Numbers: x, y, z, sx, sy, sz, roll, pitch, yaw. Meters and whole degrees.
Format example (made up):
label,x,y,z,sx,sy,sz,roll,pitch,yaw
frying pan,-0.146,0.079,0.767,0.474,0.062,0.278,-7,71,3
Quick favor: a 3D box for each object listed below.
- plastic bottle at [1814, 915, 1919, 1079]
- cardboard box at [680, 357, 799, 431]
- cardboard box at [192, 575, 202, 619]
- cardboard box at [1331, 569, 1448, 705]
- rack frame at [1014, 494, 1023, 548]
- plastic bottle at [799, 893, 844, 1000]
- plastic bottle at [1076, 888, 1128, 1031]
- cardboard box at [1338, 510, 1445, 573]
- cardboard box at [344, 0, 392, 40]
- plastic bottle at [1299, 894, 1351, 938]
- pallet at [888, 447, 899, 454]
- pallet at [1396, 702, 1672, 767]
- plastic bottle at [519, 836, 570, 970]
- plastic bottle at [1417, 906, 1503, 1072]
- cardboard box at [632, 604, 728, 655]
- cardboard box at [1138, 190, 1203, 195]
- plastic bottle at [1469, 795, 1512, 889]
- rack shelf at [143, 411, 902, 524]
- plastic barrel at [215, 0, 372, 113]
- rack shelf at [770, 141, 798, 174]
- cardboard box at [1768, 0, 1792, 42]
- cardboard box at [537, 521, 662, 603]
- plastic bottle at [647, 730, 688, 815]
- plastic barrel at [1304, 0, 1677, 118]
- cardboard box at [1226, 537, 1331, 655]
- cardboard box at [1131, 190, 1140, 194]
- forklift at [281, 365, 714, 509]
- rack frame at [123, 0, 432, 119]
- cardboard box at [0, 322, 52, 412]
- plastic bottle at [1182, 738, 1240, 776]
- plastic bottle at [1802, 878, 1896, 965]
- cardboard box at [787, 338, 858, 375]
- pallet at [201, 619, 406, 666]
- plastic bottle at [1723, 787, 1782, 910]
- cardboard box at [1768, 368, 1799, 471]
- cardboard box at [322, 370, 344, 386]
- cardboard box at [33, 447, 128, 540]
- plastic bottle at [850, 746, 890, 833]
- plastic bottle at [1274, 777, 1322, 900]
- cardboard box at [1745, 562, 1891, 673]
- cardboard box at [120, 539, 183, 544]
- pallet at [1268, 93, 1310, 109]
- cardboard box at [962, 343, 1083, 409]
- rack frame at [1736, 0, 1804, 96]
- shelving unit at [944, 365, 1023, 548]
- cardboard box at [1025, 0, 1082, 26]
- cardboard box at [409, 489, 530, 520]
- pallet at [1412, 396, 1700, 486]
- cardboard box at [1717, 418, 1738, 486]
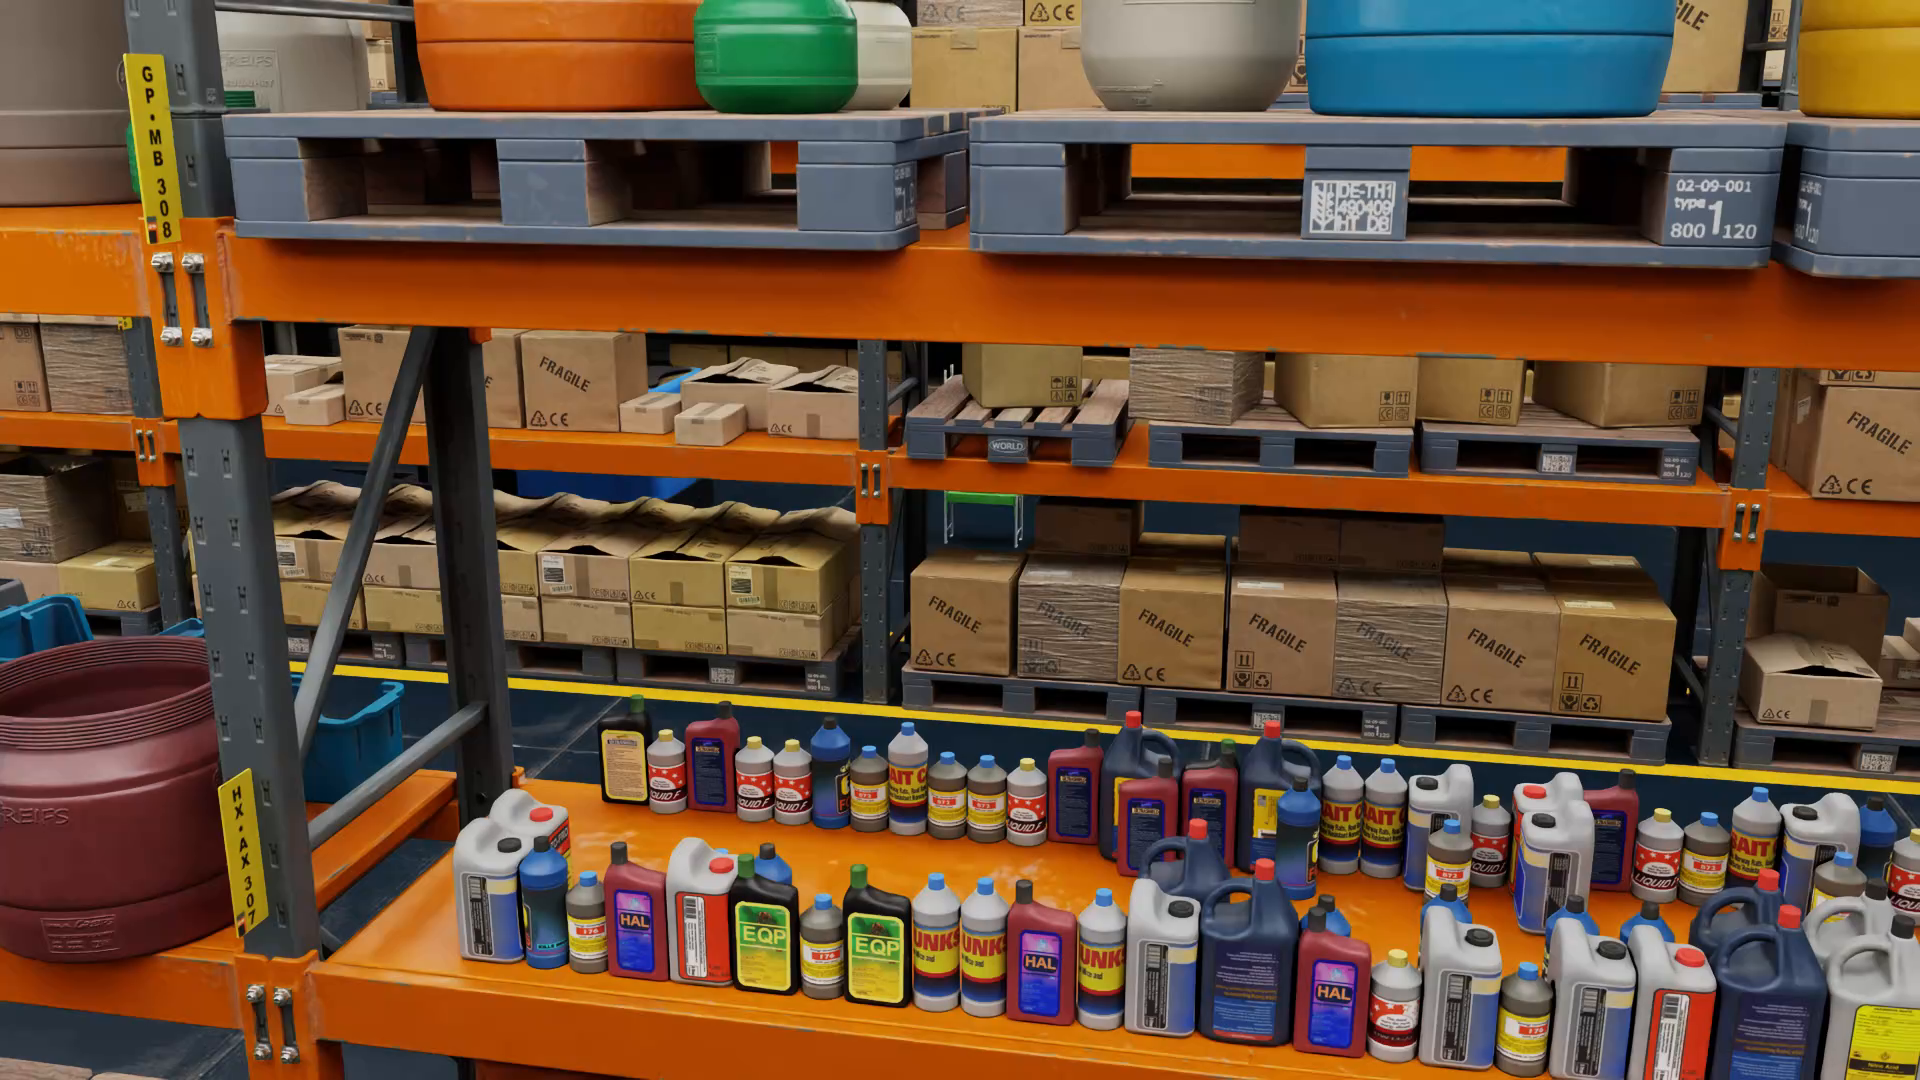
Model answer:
label,x,y,z,sx,sy,sz,roll,pitch,yaw
plastic bottle,1.630,0.832,2.962,0.185,0.351,0.144,3,16,11
cardboard box,-1.171,-0.792,8.899,0.500,0.311,0.500,3,16,10
cardboard box,-3.907,0.259,9.301,0.500,0.250,0.500,3,16,10
cardboard box,2.072,0.462,8.063,0.500,0.500,0.500,3,16,12
rack frame,0.401,-0.556,11.253,0.015,1.200,0.240,3,16,11
plastic bottle,-0.272,0.807,3.331,0.097,0.201,0.097,0,15,0
plastic bottle,0.276,0.803,3.215,0.097,0.271,0.097,0,15,0
cardboard box,2.181,-0.035,8.455,0.500,0.250,0.500,3,16,11
cardboard box,-3.094,-2.819,8.521,0.500,0.500,0.500,5,16,16
plastic bottle,0.696,0.809,3.192,0.097,0.271,0.097,0,15,0
pallet,-0.115,-0.731,13.735,1.213,0.211,1.003,3,16,11
pallet,2.782,0.787,8.257,1.213,0.211,1.003,3,16,11
plastic bottle,-0.856,0.742,3.436,0.097,0.271,0.097,0,15,0
plastic bottle,0.934,0.829,3.112,0.135,0.276,0.152,3,16,11
cardboard box,-1.403,0.395,8.810,0.500,0.250,0.500,3,16,10
cardboard box,1.653,-2.611,13.111,0.500,0.250,0.500,3,16,9
plastic bottle,1.203,0.680,3.789,0.097,0.201,0.097,0,15,0
rack shelf,-2.293,-0.496,9.013,4.000,0.370,1.077,3,16,11
plastic barrel,-1.567,-1.037,3.789,0.421,0.512,0.421,0,15,0
rack shelf,-2.293,-1.942,8.612,4.000,0.370,1.077,3,16,11
cardboard box,5.718,-3.668,11.399,0.500,0.500,0.500,3,16,10
cardboard box,-1.900,0.099,8.830,0.500,0.311,0.500,3,16,11
plastic bottle,-0.733,0.575,4.168,0.097,0.201,0.097,0,15,0
plastic barrel,0.893,-1.169,2.747,0.708,0.901,0.600,3,16,11
cardboard box,1.653,0.298,8.655,0.500,0.500,0.500,3,16,9
cardboard box,1.146,-2.639,13.214,0.500,0.250,0.500,4,16,13
forklift,-3.372,-1.580,11.705,3.031,2.935,1.130,3,16,12
rack frame,-1.324,-2.332,3.055,0.127,3.000,1.000,3,16,11
cardboard box,-5.207,-1.046,9.462,0.500,0.500,0.700,3,16,11
plastic bottle,0.589,0.603,3.916,0.133,0.283,0.061,3,16,11
plastic bottle,1.659,0.794,3.098,0.185,0.351,0.144,3,16,11
cardboard box,-1.117,-1.499,13.738,0.500,0.250,0.500,3,16,11
pallet,-3.523,0.423,9.569,1.213,0.211,1.003,3,16,11
plastic bottle,1.751,0.677,3.672,0.097,0.271,0.097,0,15,0
cardboard box,4.128,-0.613,7.898,0.500,0.500,0.500,3,16,12
cardboard box,-3.355,-0.886,9.323,0.258,0.266,0.396,3,16,10
cardboard box,-5.137,-0.319,9.985,0.500,0.500,0.500,3,16,11
plastic bottle,-0.221,0.603,4.068,0.097,0.201,0.097,0,15,0
plastic bottle,0.756,0.662,3.725,0.097,0.271,0.097,0,15,0
cardboard box,4.201,0.425,8.198,0.500,0.500,0.500,3,16,11
cardboard box,-4.647,0.069,9.987,0.500,0.250,0.500,3,16,11
pallet,1.945,-1.986,7.777,1.003,0.211,1.213,3,16,11
cardboard box,0.306,-0.983,8.449,0.500,0.500,0.700,-2,16,-8
rack frame,3.587,-3.415,6.964,0.127,3.000,1.000,3,16,11
shelving unit,0.162,-0.569,11.300,0.503,1.200,0.258,3,16,11
cardboard box,0.593,-2.660,7.798,0.500,0.500,0.500,3,16,11
cardboard box,-2.799,-0.097,9.538,0.500,0.311,0.500,3,16,11
pallet,2.825,-0.503,8.047,1.213,0.211,1.003,3,16,11
cardboard box,5.774,-0.724,12.381,0.500,0.500,0.700,3,16,11
